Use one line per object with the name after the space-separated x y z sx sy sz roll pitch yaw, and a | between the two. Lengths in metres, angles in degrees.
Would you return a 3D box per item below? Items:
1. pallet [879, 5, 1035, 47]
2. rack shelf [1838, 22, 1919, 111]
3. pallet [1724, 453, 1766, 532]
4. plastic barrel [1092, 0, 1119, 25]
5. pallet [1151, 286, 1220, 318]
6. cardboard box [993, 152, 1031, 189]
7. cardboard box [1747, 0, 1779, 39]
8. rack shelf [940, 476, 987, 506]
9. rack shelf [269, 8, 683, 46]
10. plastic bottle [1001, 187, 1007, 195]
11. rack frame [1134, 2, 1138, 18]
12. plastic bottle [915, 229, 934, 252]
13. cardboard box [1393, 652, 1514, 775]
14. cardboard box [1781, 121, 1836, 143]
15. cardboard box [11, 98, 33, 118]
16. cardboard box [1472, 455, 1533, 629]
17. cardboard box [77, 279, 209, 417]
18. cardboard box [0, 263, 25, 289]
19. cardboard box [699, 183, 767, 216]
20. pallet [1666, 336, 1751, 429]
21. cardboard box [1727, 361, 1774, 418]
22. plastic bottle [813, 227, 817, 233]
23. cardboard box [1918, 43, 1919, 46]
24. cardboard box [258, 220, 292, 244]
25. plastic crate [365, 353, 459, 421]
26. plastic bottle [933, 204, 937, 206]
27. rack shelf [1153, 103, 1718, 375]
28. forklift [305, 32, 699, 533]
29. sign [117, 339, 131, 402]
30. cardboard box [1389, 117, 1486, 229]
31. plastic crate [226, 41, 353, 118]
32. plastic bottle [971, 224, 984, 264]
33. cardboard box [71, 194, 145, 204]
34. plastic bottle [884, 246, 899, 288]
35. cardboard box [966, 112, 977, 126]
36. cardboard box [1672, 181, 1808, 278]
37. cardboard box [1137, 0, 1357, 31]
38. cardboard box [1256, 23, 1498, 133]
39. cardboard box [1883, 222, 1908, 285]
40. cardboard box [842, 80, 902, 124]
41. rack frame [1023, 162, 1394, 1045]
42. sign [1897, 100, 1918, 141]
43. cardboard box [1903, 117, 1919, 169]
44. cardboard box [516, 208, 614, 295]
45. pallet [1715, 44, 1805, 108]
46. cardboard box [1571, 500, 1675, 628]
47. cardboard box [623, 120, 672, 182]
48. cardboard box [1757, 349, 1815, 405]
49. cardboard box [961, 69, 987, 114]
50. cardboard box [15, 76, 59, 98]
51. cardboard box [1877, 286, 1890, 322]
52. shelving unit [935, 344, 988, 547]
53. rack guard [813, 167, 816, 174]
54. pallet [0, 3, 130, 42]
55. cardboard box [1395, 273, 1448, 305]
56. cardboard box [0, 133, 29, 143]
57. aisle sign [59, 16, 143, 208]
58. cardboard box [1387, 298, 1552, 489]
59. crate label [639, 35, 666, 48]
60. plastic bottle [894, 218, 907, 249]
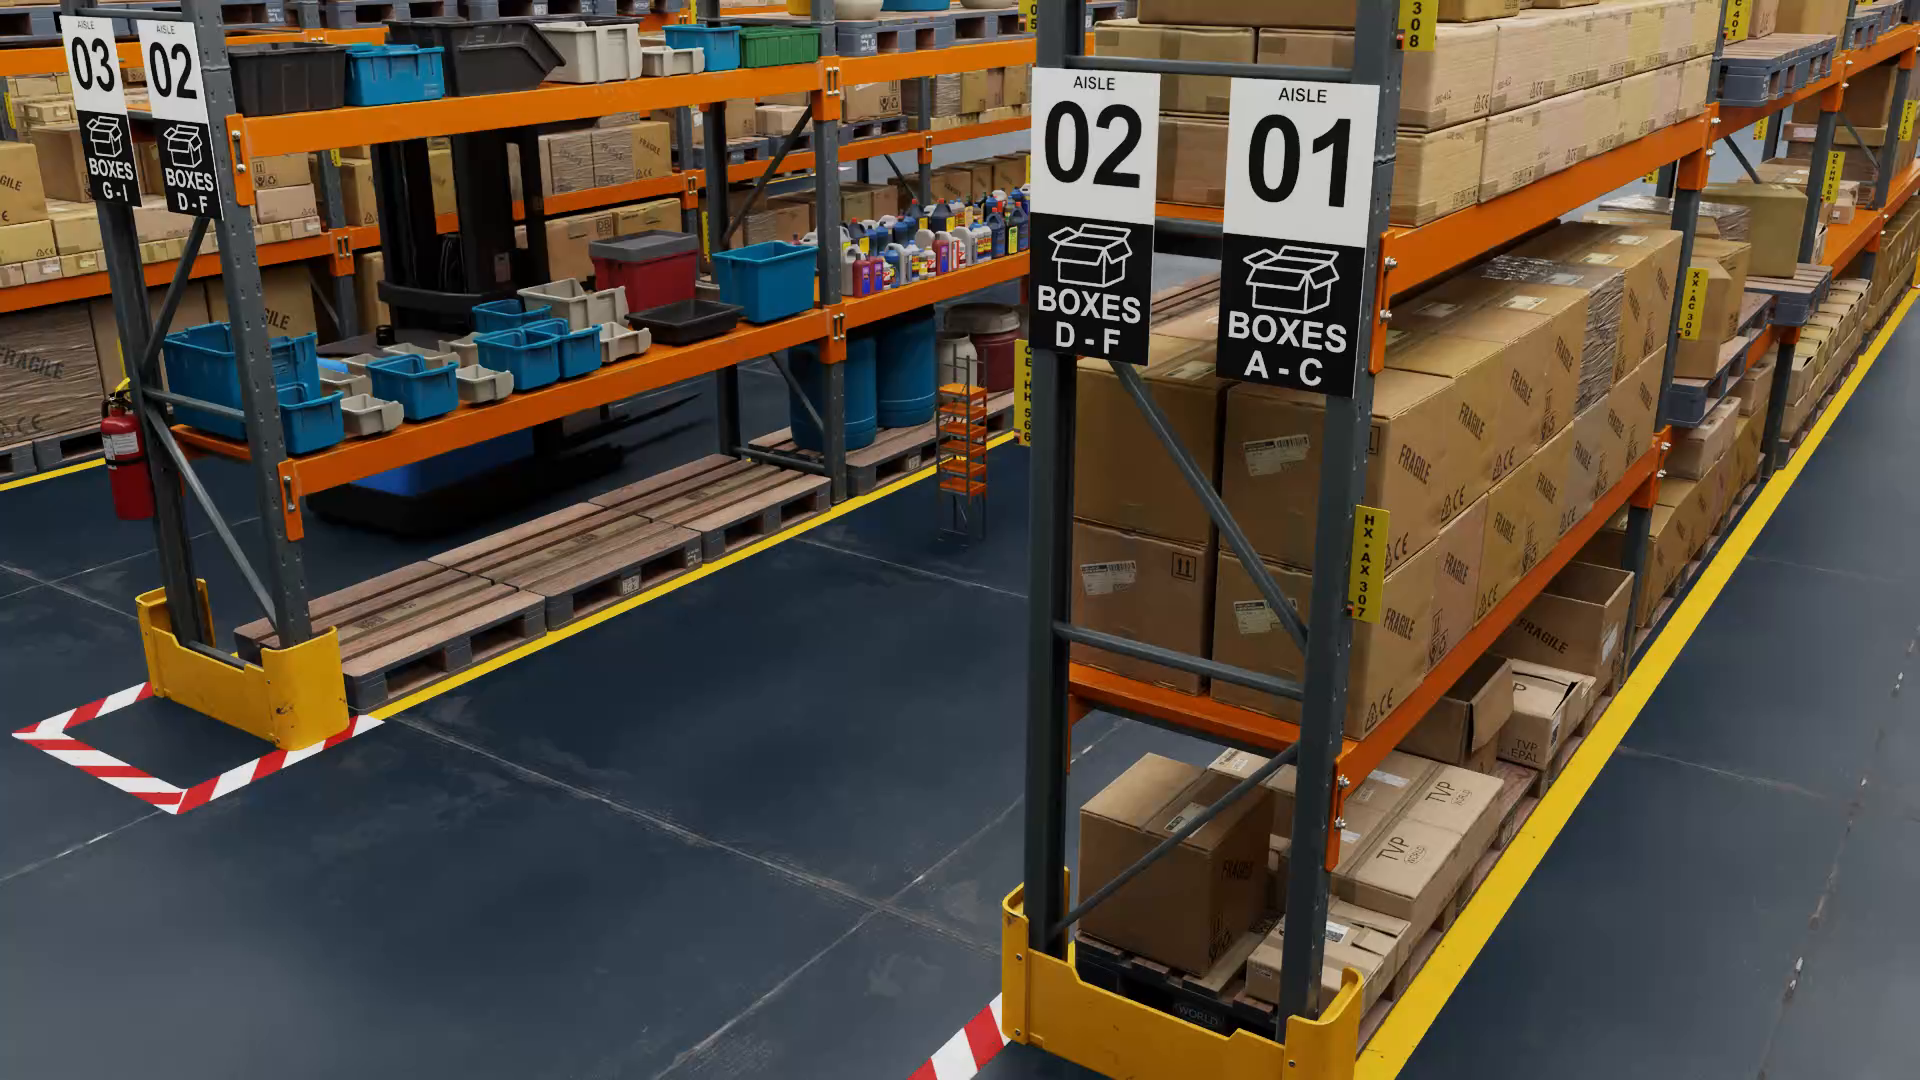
-0.197 -3.636 11.719 1.003 0.211 1.213 13 24 32 | pallet
6.276 -3.571 12.309 1.077 0.370 4.000 13 24 32 | rack shelf
4.700 -0.413 11.078 1.003 0.211 1.213 13 24 32 | pallet
1.153 -4.310 13.493 0.294 0.245 0.294 0 20 0 | plastic barrel
2.211 -2.151 15.775 1.003 0.211 1.213 13 24 32 | pallet
0.785 -4.827 21.988 0.500 0.500 0.500 -17 26 -38 | cardboard box
3.994 -2.991 8.811 0.600 0.600 0.600 12 24 30 | cardboard box
0.008 -0.300 10.167 0.258 0.103 0.180 13 24 32 | rack shelf
-4.164 -4.357 14.432 1.077 0.370 4.000 13 24 32 | rack shelf
0.324 -2.694 13.392 0.061 0.283 0.133 13 24 32 | plastic bottle
1.057 -2.895 13.768 1.000 3.000 0.127 13 24 32 | rack frame
-0.222 -2.043 11.643 0.152 0.276 0.135 13 24 32 | plastic bottle
1.851 0.724 6.948 0.797 0.503 0.637 13 24 32 | cardboard box
7.376 -3.547 14.450 0.380 0.149 0.250 13 24 32 | cardboard box
-9.269 -4.221 16.252 0.380 0.149 0.250 15 25 34 | cardboard box
1.692 -0.048 5.927 0.500 0.500 0.500 13 24 32 | cardboard box
-6.231 -1.482 12.405 0.875 0.875 0.875 13 24 32 | cardboard box
-6.488 -1.781 11.117 0.380 0.149 0.250 13 24 31 | cardboard box
-2.398 -3.599 17.559 0.500 0.250 0.500 17 26 38 | cardboard box
3.442 -0.898 8.646 1.003 0.211 1.213 13 24 32 | pallet
4.792 -0.983 10.486 0.500 0.250 0.500 14 25 34 | cardboard box
-0.946 -2.052 11.559 0.144 0.351 0.185 13 24 32 | plastic bottle
9.346 -4.732 16.720 0.700 0.500 0.500 13 24 32 | cardboard box
-5.333 -2.370 12.711 0.380 0.149 0.250 14 24 33 | cardboard box
-2.659 -0.745 8.110 0.416 0.233 0.300 13 24 32 | plastic crate
-0.191 -2.414 12.654 0.097 0.271 0.097 0 20 0 | plastic bottle
1.778 -1.276 6.104 1.077 0.370 4.000 13 24 32 | rack shelf
-3.014 -1.880 11.123 1.130 2.935 3.031 11 23 28 | forklift
-3.904 -0.779 7.812 0.100 0.325 0.005 13 24 32 | sign
1.153 -1.067 4.718 0.500 0.250 0.500 13 24 32 | cardboard box
-2.993 -2.001 7.217 0.497 0.269 0.590 13 24 32 | plastic crate
0.122 -2.106 11.819 0.097 0.271 0.097 0 20 0 | plastic bottle
-6.339 -2.407 12.237 0.500 0.250 0.500 14 24 33 | cardboard box
-0.453 -1.812 11.025 0.097 0.271 0.097 0 20 0 | plastic bottle
-0.020 -5.114 20.128 0.380 0.149 0.250 13 24 32 | cardboard box
4.890 -1.969 10.515 0.700 0.500 0.500 5 21 14 | cardboard box
0.929 -1.706 4.644 0.700 0.500 0.500 13 24 32 | cardboard box
1.158 -1.300 4.628 0.500 0.250 0.500 13 24 32 | cardboard box
8.482 -2.694 15.501 0.500 0.500 0.500 13 24 32 | cardboard box
-1.353 -5.286 18.763 1.000 1.000 1.000 13 24 32 | cardboard box
0.654 0.367 4.948 1.000 3.000 0.127 13 24 32 | rack frame
7.854 -3.479 13.791 0.100 0.325 0.005 13 24 32 | sign
9.084 -3.987 16.576 0.700 0.500 0.500 14 24 33 | cardboard box
-3.952 -2.613 15.463 1.225 0.875 0.875 13 24 32 | cardboard box
3.327 -2.272 8.032 1.213 0.211 1.003 13 24 32 | pallet
3.376 0.094 8.655 0.500 0.500 0.500 12 23 29 | cardboard box
-3.112 -3.718 15.849 0.500 0.500 0.500 14 25 33 | cardboard box
5.689 -1.191 11.712 0.500 0.311 0.500 14 25 34 | cardboard box
-0.177 -5.449 20.099 0.875 0.500 0.500 13 24 32 | cardboard box
-11.583 -5.621 20.634 0.500 0.250 0.500 13 24 30 | cardboard box
8.197 -2.199 15.245 0.500 0.250 0.500 13 24 32 | cardboard box
0.008 -0.567 10.068 0.258 1.200 0.189 13 24 32 | shelving unit
-2.574 -5.987 25.731 1.175 0.500 0.348 13 24 32 | rack guard
-6.443 -3.497 11.200 1.003 0.211 1.213 13 24 32 | pallet
1.537 -0.772 6.443 0.500 0.500 0.500 14 25 33 | cardboard box
-9.274 -3.941 16.353 0.380 0.149 0.250 13 24 31 | cardboard box
-3.723 -1.855 7.210 0.394 0.787 0.004 13 24 32 | aisle sign
1.695 -0.518 5.757 0.500 0.500 0.500 14 24 33 | cardboard box
-1.706 -2.947 9.963 0.293 0.136 0.466 13 24 32 | crate label
-0.429 -2.199 12.071 0.097 0.271 0.097 0 20 0 | plastic bottle
